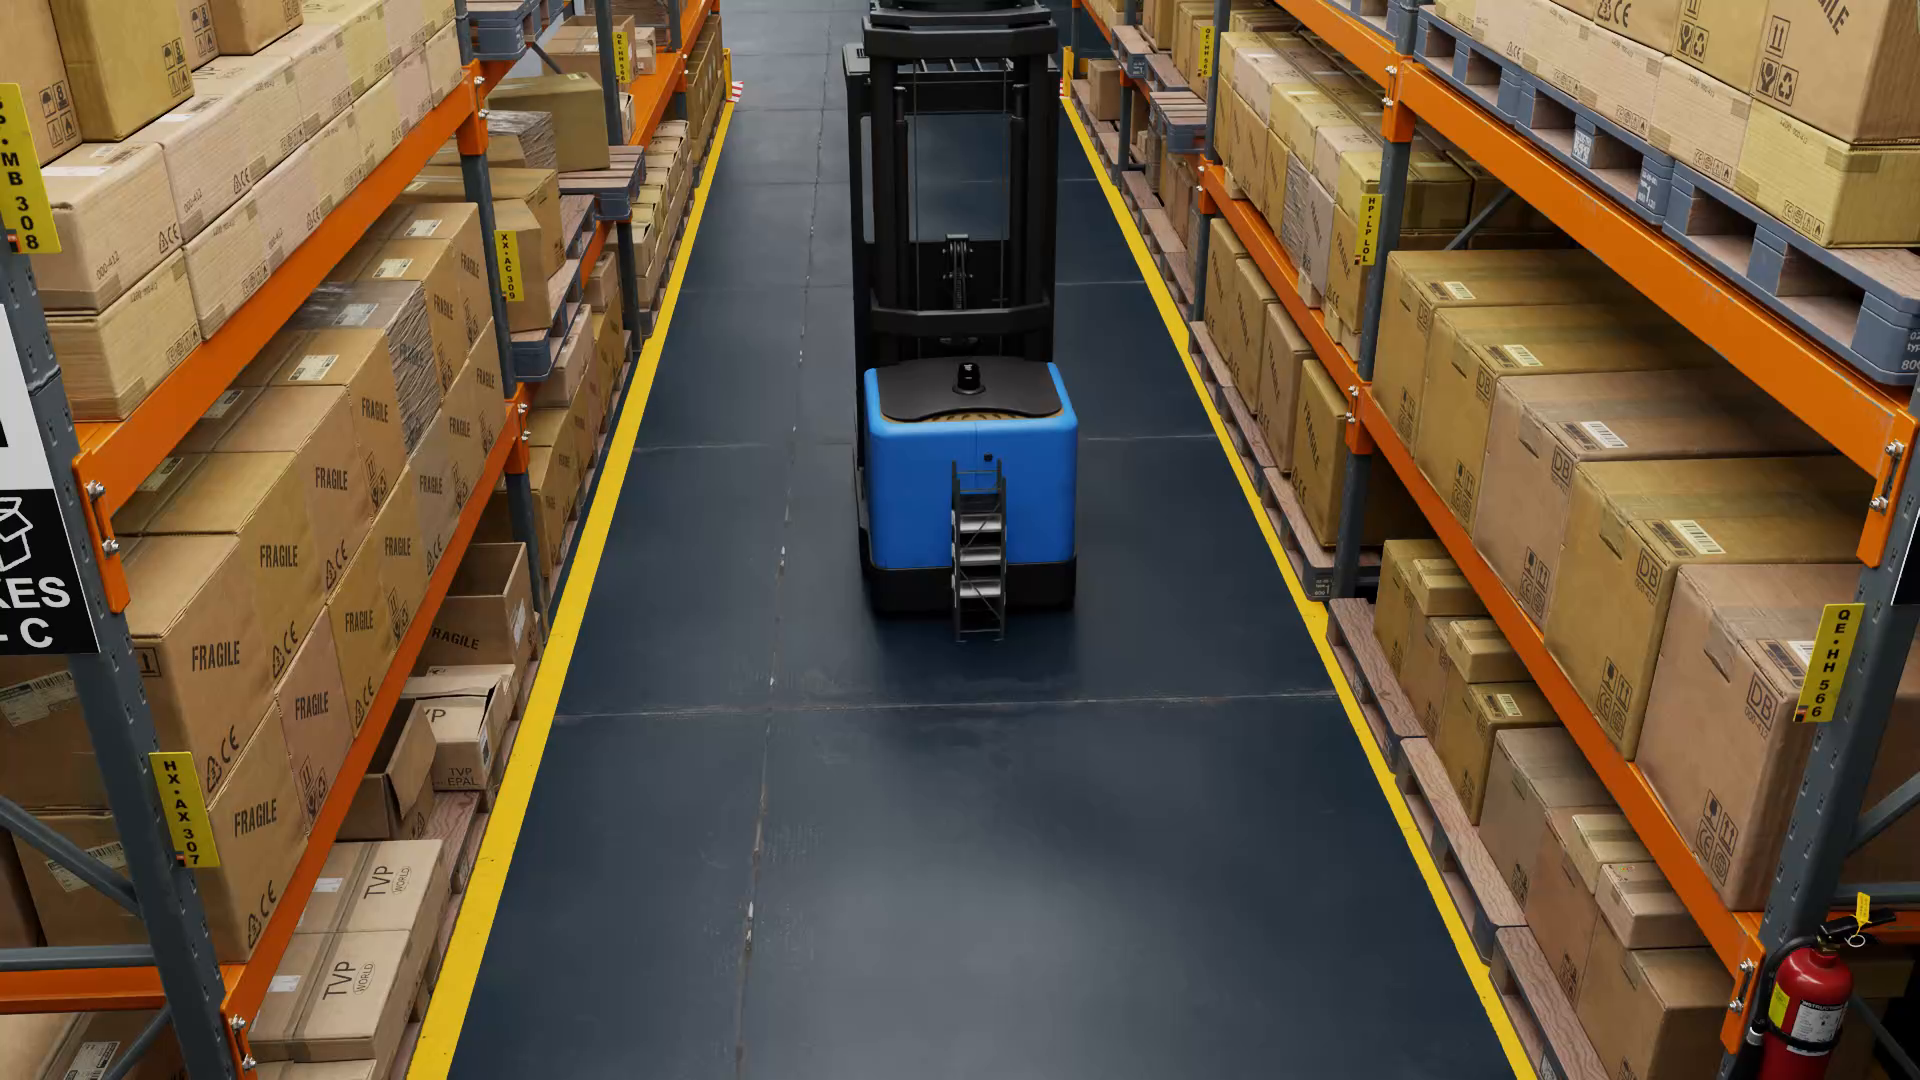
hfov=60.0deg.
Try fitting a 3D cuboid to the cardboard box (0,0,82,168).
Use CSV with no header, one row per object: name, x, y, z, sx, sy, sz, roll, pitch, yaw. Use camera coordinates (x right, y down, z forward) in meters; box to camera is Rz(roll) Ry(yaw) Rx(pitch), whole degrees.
cardboard box,-2.389,-1.028,3.544,0.700,0.500,0.500,-1,28,-3

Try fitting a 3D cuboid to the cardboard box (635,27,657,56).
cardboard box,-2.903,-4.222,14.264,0.500,0.250,0.500,0,28,1

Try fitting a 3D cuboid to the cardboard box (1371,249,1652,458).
cardboard box,2.404,-0.824,7.262,0.980,0.700,0.700,-1,28,-2

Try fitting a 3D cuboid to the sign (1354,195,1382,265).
sign,1.851,-1.403,7.529,0.100,0.325,0.005,-1,28,-3

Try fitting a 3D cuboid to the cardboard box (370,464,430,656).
cardboard box,-2.185,0.070,5.764,0.500,0.500,0.500,-1,28,-2

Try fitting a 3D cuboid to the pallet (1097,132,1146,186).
pallet,1.904,-3.709,16.134,1.003,0.211,1.213,-1,28,-3

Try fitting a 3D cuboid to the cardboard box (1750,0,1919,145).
cardboard box,2.291,-1.253,3.953,0.500,0.500,0.500,-1,28,-3

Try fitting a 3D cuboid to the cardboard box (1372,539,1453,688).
cardboard box,2.329,0.328,7.626,0.700,0.500,0.500,-1,28,-2

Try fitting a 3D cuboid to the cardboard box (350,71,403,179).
cardboard box,-2.213,-1.404,5.617,0.500,0.250,0.500,-1,28,-3

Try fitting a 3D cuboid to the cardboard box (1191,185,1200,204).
cardboard box,2.183,-2.448,12.927,0.700,0.500,0.500,-1,28,-3

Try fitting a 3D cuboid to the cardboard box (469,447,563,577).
cardboard box,-2.336,-0.137,8.496,0.500,0.500,0.500,-3,28,-5

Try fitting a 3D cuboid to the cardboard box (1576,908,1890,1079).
cardboard box,2.465,1.507,5.367,0.700,0.500,0.500,-1,28,-3

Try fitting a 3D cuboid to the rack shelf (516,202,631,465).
rack shelf,-2.659,-1.425,9.517,1.077,0.370,4.000,-1,28,-3

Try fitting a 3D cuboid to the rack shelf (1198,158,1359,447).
rack shelf,2.288,-1.547,9.750,1.077,0.370,4.000,-1,28,-3

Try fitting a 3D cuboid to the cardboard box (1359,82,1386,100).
cardboard box,2.540,-2.392,9.331,0.500,0.250,0.500,-2,28,-4

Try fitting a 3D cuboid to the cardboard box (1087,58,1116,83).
cardboard box,1.712,-5.165,18.341,0.500,0.311,0.500,-4,28,-8

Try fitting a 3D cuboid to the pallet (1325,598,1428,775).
pallet,2.354,0.647,7.780,1.003,0.211,1.213,-1,28,-3

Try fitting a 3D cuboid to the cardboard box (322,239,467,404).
cardboard box,-2.240,-0.845,6.436,0.500,0.500,0.500,-2,28,-4

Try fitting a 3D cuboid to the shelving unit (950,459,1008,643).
shelving unit,0.090,0.059,8.164,0.258,0.900,0.210,-2,28,-5

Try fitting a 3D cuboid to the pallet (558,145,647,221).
pallet,-2.658,-2.271,10.569,1.213,0.211,1.003,-1,28,-3

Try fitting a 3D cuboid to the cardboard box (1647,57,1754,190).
cardboard box,2.270,-1.161,4.588,0.500,0.250,0.500,-2,28,-5

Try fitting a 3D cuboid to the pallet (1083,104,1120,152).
pallet,1.838,-4.274,17.217,1.003,0.211,1.213,-1,28,-3

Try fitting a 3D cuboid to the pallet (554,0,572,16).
pallet,-2.576,-2.849,8.428,1.213,0.211,1.003,-1,28,-3

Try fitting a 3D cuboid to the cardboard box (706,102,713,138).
cardboard box,-2.736,-4.166,16.513,0.500,0.250,0.500,-1,28,-3

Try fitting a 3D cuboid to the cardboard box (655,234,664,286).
cardboard box,-2.524,-2.116,12.583,0.500,0.250,0.500,-2,28,-4

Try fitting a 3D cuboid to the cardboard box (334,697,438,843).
cardboard box,-2.451,0.959,6.392,0.797,0.503,0.637,-1,28,-3

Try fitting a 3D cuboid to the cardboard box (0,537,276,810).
cardboard box,-2.105,0.328,4.189,0.500,0.500,0.500,-1,28,-1

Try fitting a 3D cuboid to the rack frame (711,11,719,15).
rack frame,-3.181,-6.362,18.205,1.000,3.000,0.127,-1,28,-3

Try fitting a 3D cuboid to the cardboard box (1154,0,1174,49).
cardboard box,1.989,-4.382,13.824,0.700,0.500,0.500,1,28,3

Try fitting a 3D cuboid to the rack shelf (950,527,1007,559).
rack shelf,0.090,0.008,8.138,0.258,0.077,0.200,-2,28,-5

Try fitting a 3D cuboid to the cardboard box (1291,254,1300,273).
cardboard box,2.069,-1.577,9.279,0.380,0.149,0.250,-2,28,-4

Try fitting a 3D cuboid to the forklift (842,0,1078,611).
forklift,-0.057,-1.589,9.128,1.130,2.935,3.031,-2,28,-5

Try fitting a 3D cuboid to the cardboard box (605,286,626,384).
cardboard box,-2.480,-1.328,10.781,0.500,0.500,0.500,0,28,-1

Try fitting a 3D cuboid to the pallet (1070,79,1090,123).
pallet,1.777,-4.836,18.294,1.003,0.211,1.213,-1,28,-3

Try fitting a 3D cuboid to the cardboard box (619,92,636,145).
cardboard box,-2.617,-3.046,11.943,0.500,0.311,0.500,-2,28,-3

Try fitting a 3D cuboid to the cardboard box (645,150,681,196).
cardboard box,-2.608,-3.080,13.825,0.500,0.311,0.500,-1,28,-3

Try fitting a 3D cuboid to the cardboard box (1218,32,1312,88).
cardboard box,1.951,-3.078,10.645,0.500,0.250,0.500,-1,28,-1

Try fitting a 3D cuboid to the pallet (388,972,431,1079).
pallet,-2.392,1.860,5.456,1.003,0.211,1.213,-1,28,-3

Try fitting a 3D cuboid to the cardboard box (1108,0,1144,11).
cardboard box,1.641,-5.122,15.157,0.500,0.500,0.500,-1,28,-3

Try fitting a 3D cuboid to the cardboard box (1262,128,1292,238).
cardboard box,2.031,-2.032,9.451,0.500,0.500,0.500,-1,28,-1

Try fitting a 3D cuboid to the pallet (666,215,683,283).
pallet,-2.828,-2.375,13.575,1.003,0.211,1.213,-1,28,-3

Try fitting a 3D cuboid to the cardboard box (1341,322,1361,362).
cardboard box,2.092,-0.989,8.152,0.380,0.149,0.250,-1,28,-2

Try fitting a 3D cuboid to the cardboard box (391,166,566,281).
cardboard box,-2.455,-1.591,8.495,0.700,0.500,0.500,3,28,5

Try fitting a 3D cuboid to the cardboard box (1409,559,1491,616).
cardboard box,2.165,0.203,7.165,0.380,0.149,0.250,0,28,-1

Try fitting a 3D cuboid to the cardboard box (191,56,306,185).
cardboard box,-2.164,-1.164,4.616,0.500,0.250,0.500,-1,28,-3

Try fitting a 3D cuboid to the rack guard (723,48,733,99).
rack guard,-3.182,-5.265,18.804,1.175,0.500,0.348,-1,28,-3

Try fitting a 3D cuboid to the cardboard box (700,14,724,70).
cardboard box,-2.856,-5.421,18.109,0.500,0.500,0.500,-1,28,-3

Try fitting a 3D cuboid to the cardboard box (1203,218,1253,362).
cardboard box,2.091,-1.680,11.097,0.750,0.750,0.750,-2,28,-3

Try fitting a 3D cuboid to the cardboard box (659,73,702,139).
cardboard box,-2.684,-4.036,15.454,0.500,0.500,0.500,-1,28,-3

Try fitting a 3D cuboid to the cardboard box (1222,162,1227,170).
cardboard box,1.969,-2.529,11.105,0.380,0.149,0.250,-2,28,-3

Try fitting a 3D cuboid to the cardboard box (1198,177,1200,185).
cardboard box,2.127,-2.804,12.800,0.500,0.250,0.500,-1,28,-2

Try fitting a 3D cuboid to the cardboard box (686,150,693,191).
cardboard box,-2.661,-3.298,14.848,0.500,0.250,0.500,-2,28,-3

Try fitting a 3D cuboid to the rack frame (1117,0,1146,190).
rack frame,1.975,-4.636,14.896,1.000,3.000,0.127,-1,28,-3

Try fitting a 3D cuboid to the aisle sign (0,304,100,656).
aisle sign,-2.049,-0.102,3.390,0.394,0.787,0.004,-1,28,-3
